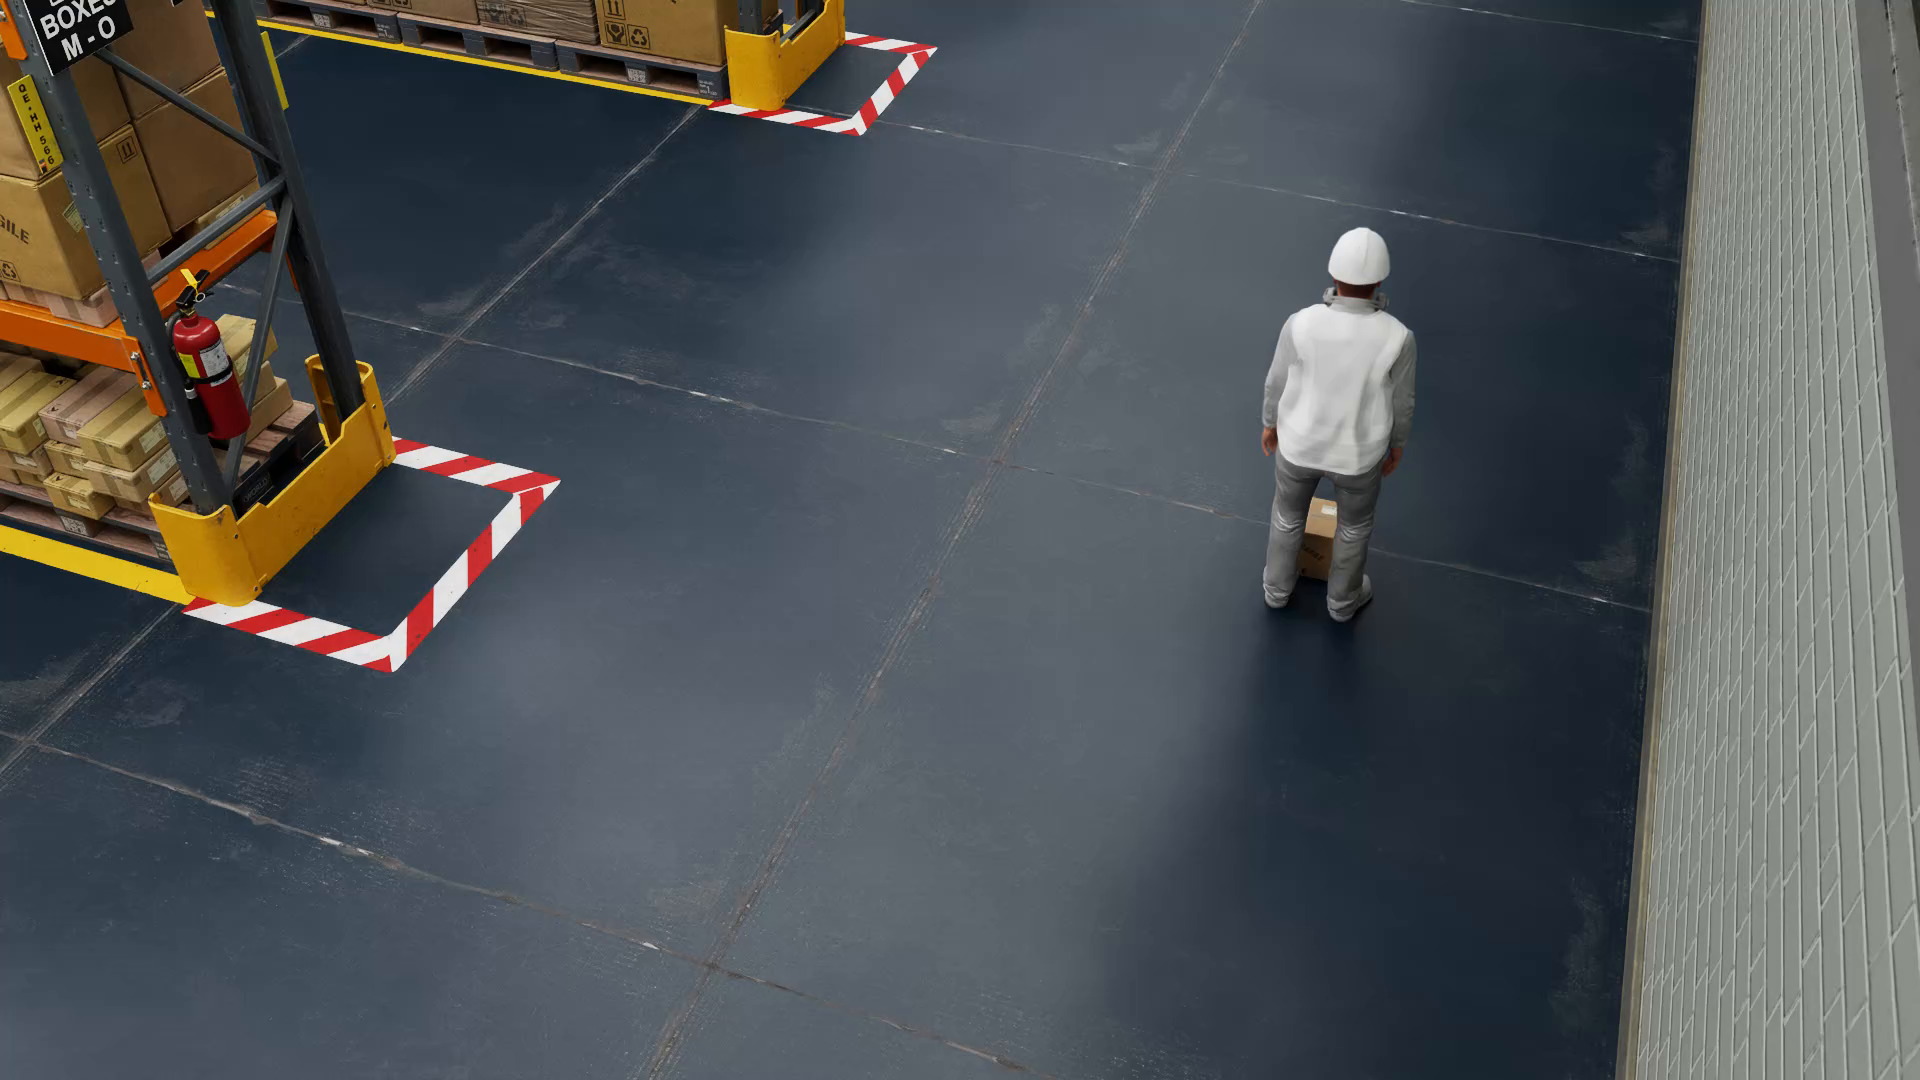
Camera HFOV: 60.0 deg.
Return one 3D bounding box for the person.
[{"bbox_3d":[1.481,-0.414,6.613,0.578,1.770,0.466,12,43,13],"label":"person"}]
